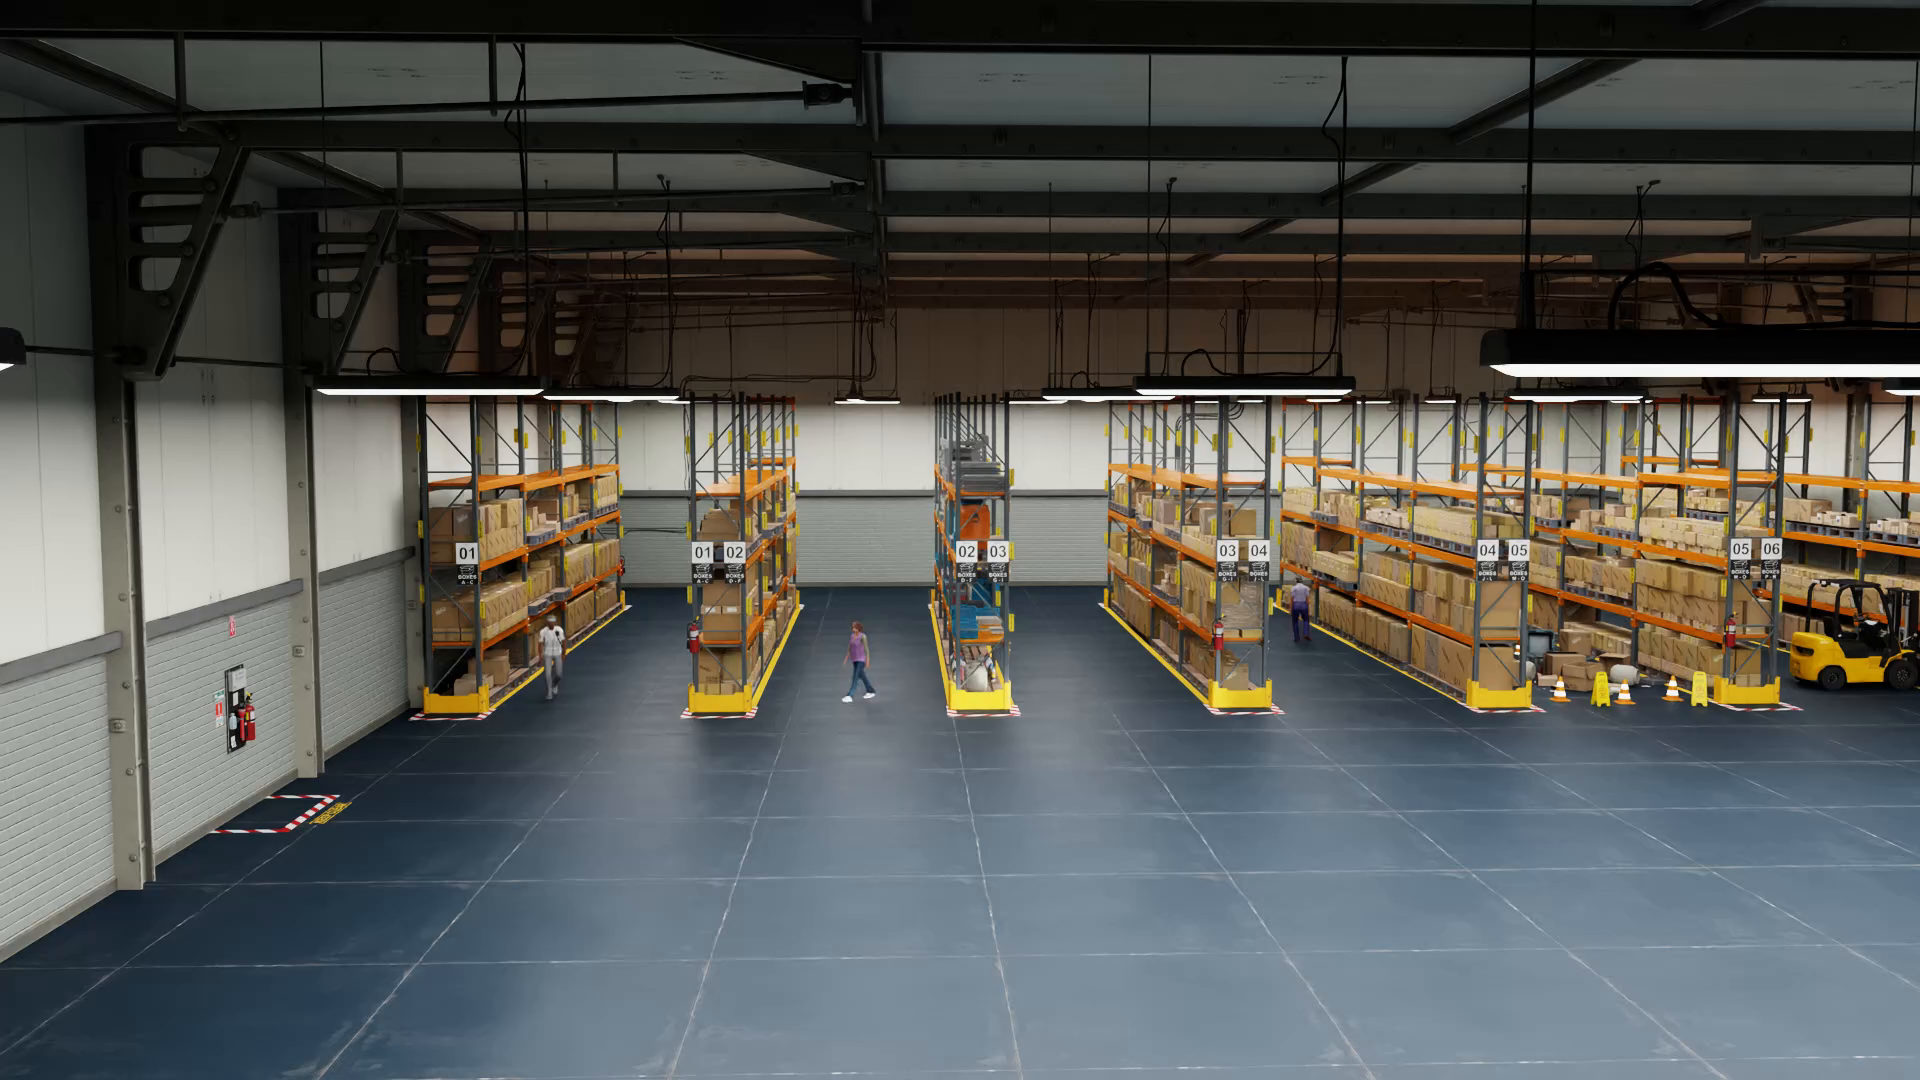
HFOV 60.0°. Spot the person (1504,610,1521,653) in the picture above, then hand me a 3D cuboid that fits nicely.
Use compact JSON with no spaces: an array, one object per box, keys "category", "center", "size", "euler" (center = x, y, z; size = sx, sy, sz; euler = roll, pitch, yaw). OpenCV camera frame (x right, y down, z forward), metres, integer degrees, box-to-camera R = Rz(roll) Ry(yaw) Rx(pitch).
[{"category":"person","center":[12.869,1.807,38.632],"size":[0.511,1.675,0.511],"euler":[-2,5,-22]}]

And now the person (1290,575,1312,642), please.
[{"category":"person","center":[8.269,1.675,40.379],"size":[0.537,1.645,0.522],"euler":[0,5,-4]}]

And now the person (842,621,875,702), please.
[{"category":"person","center":[-2.001,2.349,32.242],"size":[0.956,1.546,0.462],"euler":[-4,6,-38]}]

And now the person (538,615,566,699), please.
[{"category":"person","center":[-8.047,2.282,32.808],"size":[0.540,1.658,0.534],"euler":[-1,5,-15]}]
